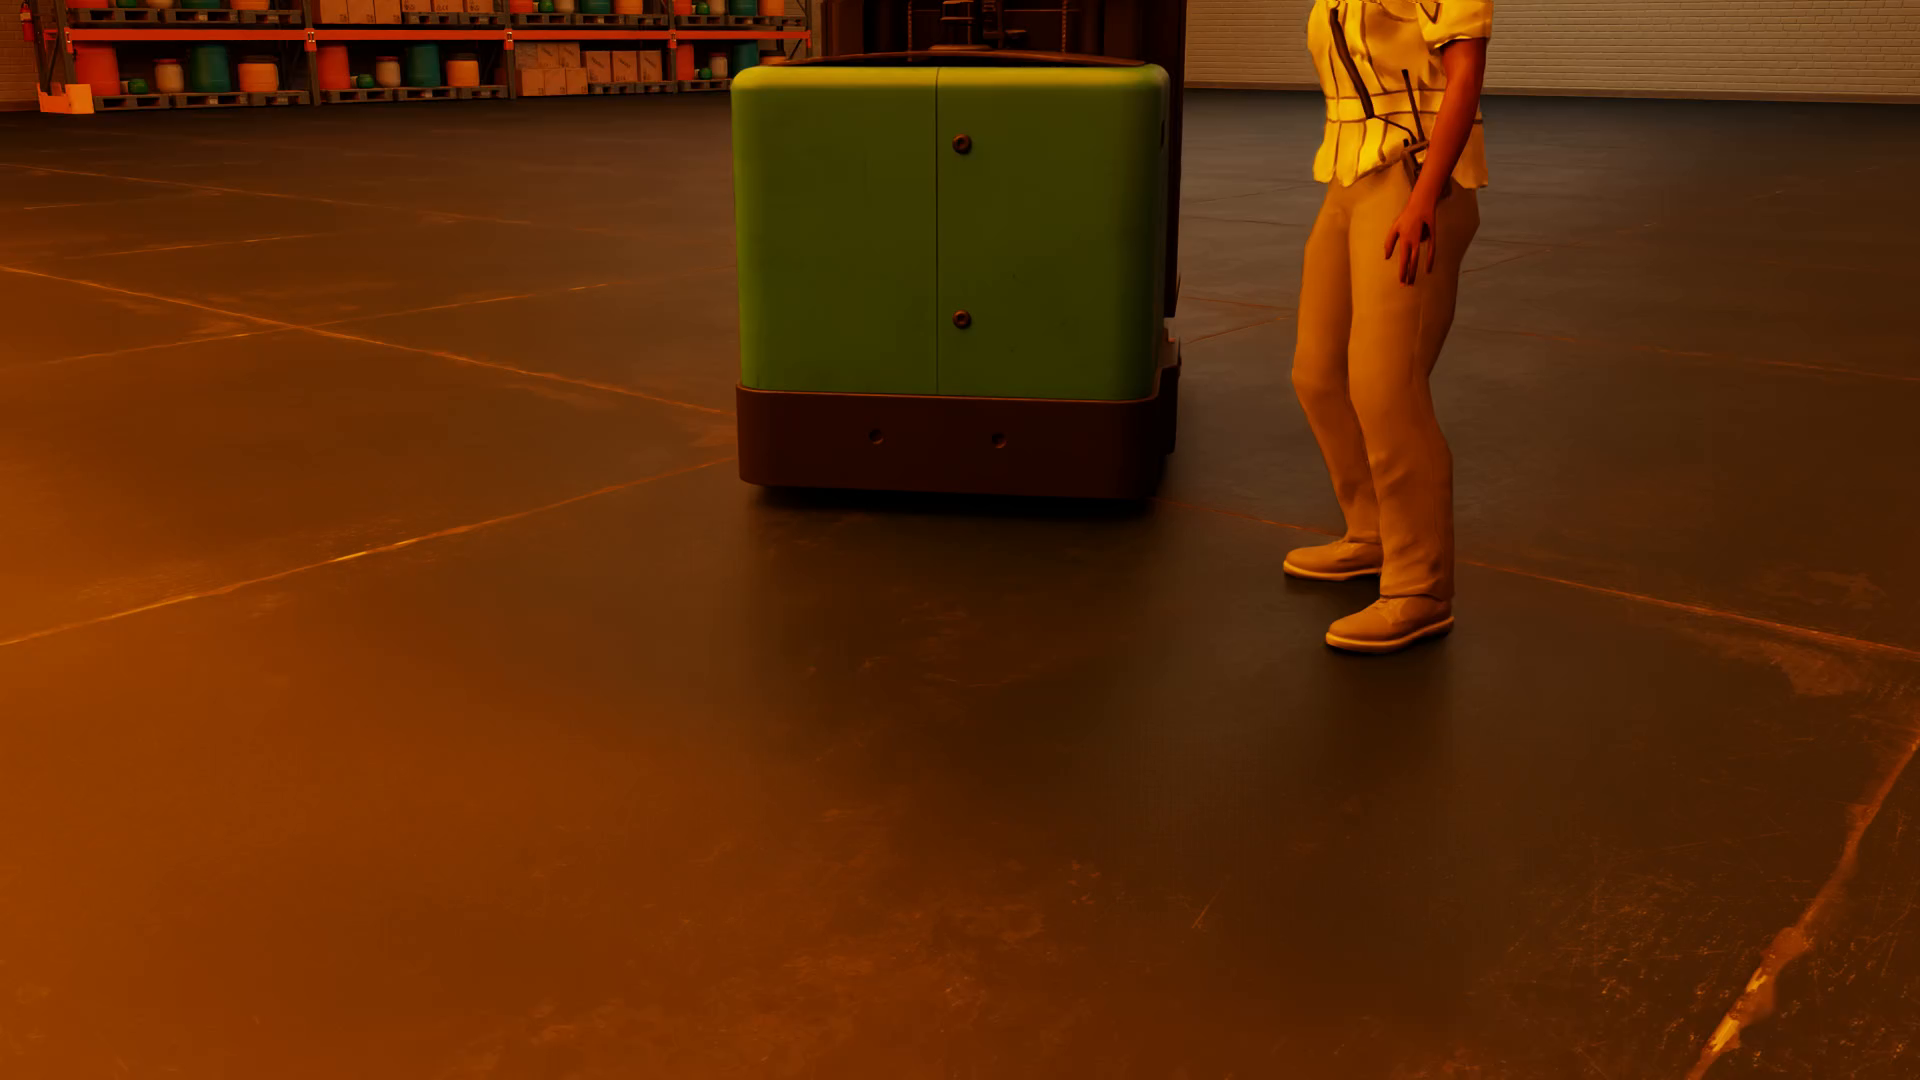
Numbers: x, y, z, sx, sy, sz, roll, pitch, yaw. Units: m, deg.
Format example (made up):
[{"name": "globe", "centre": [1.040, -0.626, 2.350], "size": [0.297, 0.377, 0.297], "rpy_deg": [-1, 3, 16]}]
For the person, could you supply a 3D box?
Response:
[{"name": "person", "centre": [0.855, -0.666, 3.332], "size": [0.377, 1.636, 0.727], "rpy_deg": [-3, 17, -8]}]

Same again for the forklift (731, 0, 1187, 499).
[{"name": "forklift", "centre": [0.163, -1.884, 5.103], "size": [1.130, 2.935, 3.031], "rpy_deg": [2, 17, 8]}]
